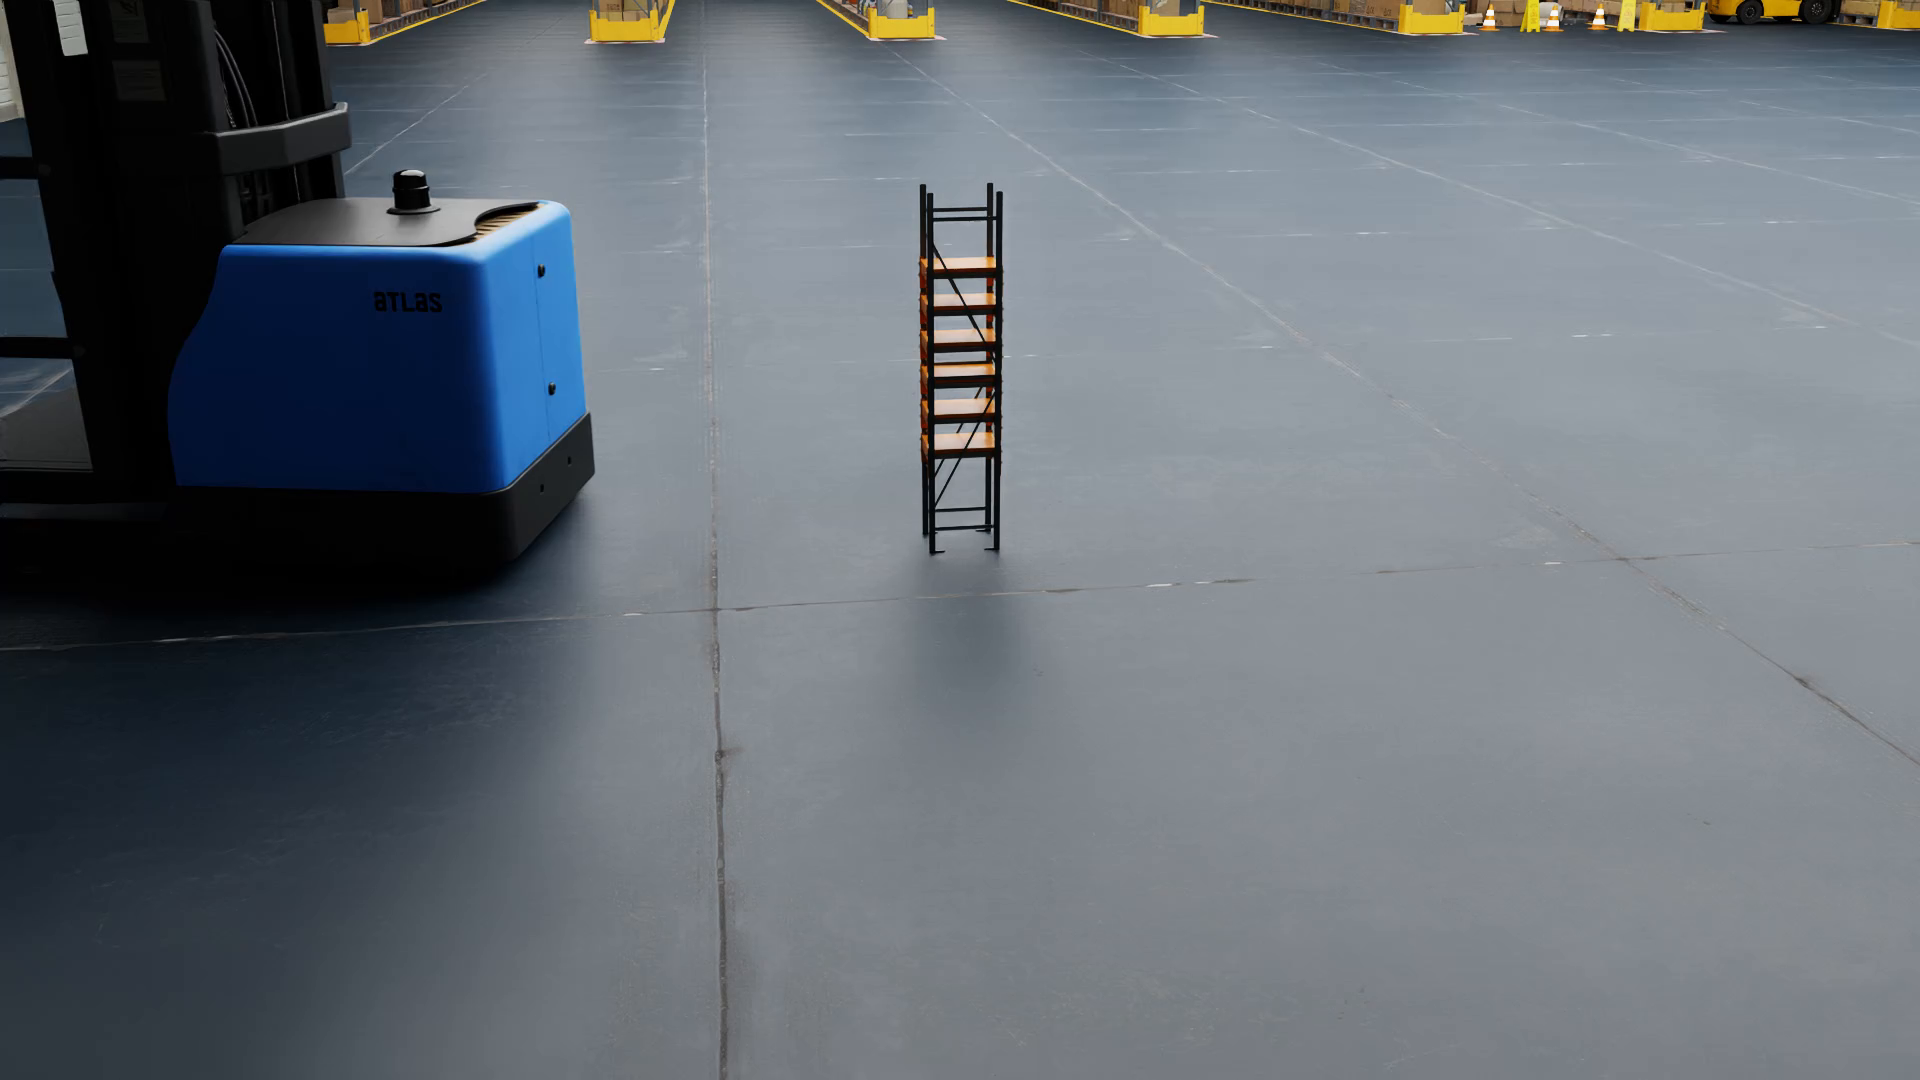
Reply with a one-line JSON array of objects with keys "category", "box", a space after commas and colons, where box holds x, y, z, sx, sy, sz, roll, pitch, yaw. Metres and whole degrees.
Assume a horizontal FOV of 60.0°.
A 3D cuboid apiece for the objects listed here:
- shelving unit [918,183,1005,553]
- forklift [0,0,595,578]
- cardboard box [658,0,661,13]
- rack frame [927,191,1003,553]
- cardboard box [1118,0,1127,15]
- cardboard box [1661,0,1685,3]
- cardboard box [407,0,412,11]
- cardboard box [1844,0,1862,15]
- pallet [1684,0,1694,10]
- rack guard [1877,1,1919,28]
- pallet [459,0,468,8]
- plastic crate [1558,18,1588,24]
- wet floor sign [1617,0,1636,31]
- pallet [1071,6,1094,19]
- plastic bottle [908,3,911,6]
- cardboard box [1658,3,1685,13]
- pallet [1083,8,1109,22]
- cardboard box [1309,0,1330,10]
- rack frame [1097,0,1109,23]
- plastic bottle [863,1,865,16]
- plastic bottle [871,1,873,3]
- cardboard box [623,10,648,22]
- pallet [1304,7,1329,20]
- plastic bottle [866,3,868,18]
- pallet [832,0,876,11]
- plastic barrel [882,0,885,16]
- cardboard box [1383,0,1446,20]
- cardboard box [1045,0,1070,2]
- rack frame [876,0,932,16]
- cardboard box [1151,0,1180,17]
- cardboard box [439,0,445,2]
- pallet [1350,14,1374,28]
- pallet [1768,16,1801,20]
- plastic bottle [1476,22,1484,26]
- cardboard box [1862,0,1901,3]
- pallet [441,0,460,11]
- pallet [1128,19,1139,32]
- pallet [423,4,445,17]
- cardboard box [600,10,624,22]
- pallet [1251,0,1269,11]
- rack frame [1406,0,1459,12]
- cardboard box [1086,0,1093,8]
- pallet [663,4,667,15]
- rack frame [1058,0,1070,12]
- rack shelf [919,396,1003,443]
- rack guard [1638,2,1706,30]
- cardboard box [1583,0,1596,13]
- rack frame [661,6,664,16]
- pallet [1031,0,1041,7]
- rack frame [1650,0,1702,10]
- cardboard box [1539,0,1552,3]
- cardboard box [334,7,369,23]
[{"category": "shelving unit", "box": [0.002, -0.557, 5.493, 0.258, 1.200, 0.189, -3, 21, -8]}, {"category": "forklift", "box": [-2.898, -1.444, 5.394, 3.031, 2.935, 1.130, 2, 21, 4]}, {"category": "cardboard box", "box": [-6.362, -10.851, 33.811, 0.500, 0.250, 0.500, -2, 21, -6]}, {"category": "rack frame", "box": [0.015, -0.525, 5.408, 0.240, 1.200, 0.006, -3, 21, -8]}, {"category": "cardboard box", "box": [3.435, -10.799, 33.314, 0.500, 0.500, 0.500, 4, 21, 9]}, {"category": "cardboard box", "box": [13.863, -10.788, 32.570, 0.500, 0.500, 0.500, -4, 21, -10]}, {"category": "cardboard box", "box": [-11.741, -11.181, 34.308, 0.700, 0.500, 0.500, -3, 21, -8]}, {"category": "cardboard box", "box": [18.178, -10.706, 33.423, 0.500, 0.250, 0.500, -3, 21, -8]}, {"category": "pallet", "box": [17.548, -12.655, 39.296, 1.003, 0.211, 1.213, -3, 21, -8]}, {"category": "rack guard", "box": [18.624, -10.299, 32.576, 1.175, 0.500, 0.348, -3, 21, -8]}, {"category": "pallet", "box": [-12.564, -13.093, 40.469, 1.003, 0.211, 1.213, -3, 21, -8]}, {"category": "plastic crate", "box": [12.548, -10.659, 34.139, 0.402, 0.080, 0.583, -11, 23, -26]}, {"category": "wet floor sign", "box": [12.678, -10.004, 31.578, 0.267, 0.644, 0.232, 4, 21, 11]}, {"category": "pallet", "box": [3.034, -11.498, 36.199, 1.003, 0.211, 1.213, -3, 21, -8]}, {"category": "plastic bottle", "box": [-0.966, -10.133, 31.813, 0.061, 0.283, 0.133, -3, 21, -7]}, {"category": "cardboard box", "box": [13.867, -10.428, 32.679, 0.500, 0.250, 0.500, -3, 21, -8]}, {"category": "pallet", "box": [3.213, -11.075, 35.066, 1.003, 0.211, 1.213, -3, 21, -8]}, {"category": "cardboard box", "box": [8.071, -11.680, 35.316, 1.050, 0.750, 0.750, -3, 21, -8]}, {"category": "rack frame", "box": [3.327, -12.111, 33.856, 1.000, 3.000, 0.127, -3, 21, -8]}, {"category": "plastic bottle", "box": [-1.859, -10.370, 32.448, 0.061, 0.283, 0.133, -2, 21, -5]}, {"category": "plastic bottle", "box": [-1.729, -10.445, 32.666, 0.097, 0.271, 0.097, 0, 20, 0]}, {"category": "cardboard box", "box": [-5.757, -9.334, 29.749, 0.500, 0.250, 0.500, -3, 21, -8]}, {"category": "pallet", "box": [8.063, -11.284, 35.626, 1.003, 0.211, 1.213, -3, 21, -8]}, {"category": "plastic bottle", "box": [-1.726, -10.157, 31.888, 0.152, 0.276, 0.135, -3, 21, -9]}, {"category": "pallet", "box": [-2.479, -12.633, 39.237, 1.003, 0.211, 1.213, -3, 21, -8]}, {"category": "plastic barrel", "box": [-1.241, -9.906, 30.906, 0.421, 0.512, 0.421, 0, 20, 0]}, {"category": "cardboard box", "box": [8.663, -10.375, 31.643, 0.875, 0.875, 0.875, -3, 21, -7]}, {"category": "cardboard box", "box": [2.671, -12.938, 38.505, 1.225, 0.875, 0.875, -4, 21, -10]}, {"category": "rack frame", "box": [-0.998, -10.477, 29.480, 1.000, 3.000, 0.127, -3, 21, -8]}, {"category": "cardboard box", "box": [3.830, -9.969, 31.093, 0.500, 0.500, 0.500, 1, 20, 2]}, {"category": "cardboard box", "box": [-12.051, -12.501, 37.373, 0.750, 0.750, 0.750, -3, 21, -8]}, {"category": "pallet", "box": [8.461, -10.330, 33.072, 1.003, 0.211, 1.213, -3, 21, -8]}, {"category": "pallet", "box": [18.118, -11.279, 35.613, 1.003, 0.211, 1.213, -3, 21, -8]}, {"category": "plastic bottle", "box": [10.404, -10.294, 33.190, 0.133, 0.061, 0.283, -11, 23, -26]}, {"category": "cardboard box", "box": [18.241, -10.774, 32.890, 0.500, 0.250, 0.500, -3, 21, -8]}, {"category": "pallet", "box": [-12.346, -12.562, 39.049, 1.003, 0.211, 1.213, -3, 21, -8]}, {"category": "pallet", "box": [3.810, -9.730, 31.465, 1.003, 0.211, 1.213, -3, 21, -8]}, {"category": "pallet", "box": [-11.994, -11.717, 36.787, 1.003, 0.211, 1.213, -3, 21, -8]}, {"category": "cardboard box", "box": [-6.270, -9.308, 29.679, 0.500, 0.250, 0.500, -3, 21, -8]}, {"category": "pallet", "box": [7.561, -12.676, 39.353, 1.003, 0.211, 1.213, -3, 21, -8]}, {"category": "rack frame", "box": [8.826, -10.942, 30.725, 1.000, 3.000, 0.127, -3, 21, -8]}, {"category": "cardboard box", "box": [3.128, -11.720, 35.752, 0.700, 0.500, 0.500, -5, 21, -12]}, {"category": "pallet", "box": [-7.124, -11.952, 37.415, 1.003, 0.211, 1.213, -3, 21, -8]}, {"category": "rack frame", "box": [2.750, -13.496, 37.565, 1.000, 3.000, 0.127, -3, 21, -8]}, {"category": "rack shelf", "box": [0.002, -0.403, 5.550, 0.258, 0.103, 0.180, -3, 21, -8]}, {"category": "rack guard", "box": [13.699, -10.082, 31.994, 1.175, 0.500, 0.348, -3, 21, -8]}, {"category": "cardboard box", "box": [13.118, -10.934, 34.034, 0.500, 0.250, 0.500, -3, 21, -8]}, {"category": "rack frame", "box": [-7.053, -12.998, 36.230, 1.000, 3.000, 0.127, -3, 21, -8]}, {"category": "pallet", "box": [2.359, -13.312, 41.055, 1.003, 0.211, 1.213, -3, 21, -8]}, {"category": "rack frame", "box": [13.710, -11.226, 31.487, 1.000, 3.000, 0.127, -3, 21, -8]}, {"category": "cardboard box", "box": [11.941, -11.002, 34.455, 0.500, 0.500, 0.500, 12, 24, 29]}, {"category": "cardboard box", "box": [-10.895, -9.365, 29.717, 0.500, 0.311, 0.500, -1, 21, -3]}]
